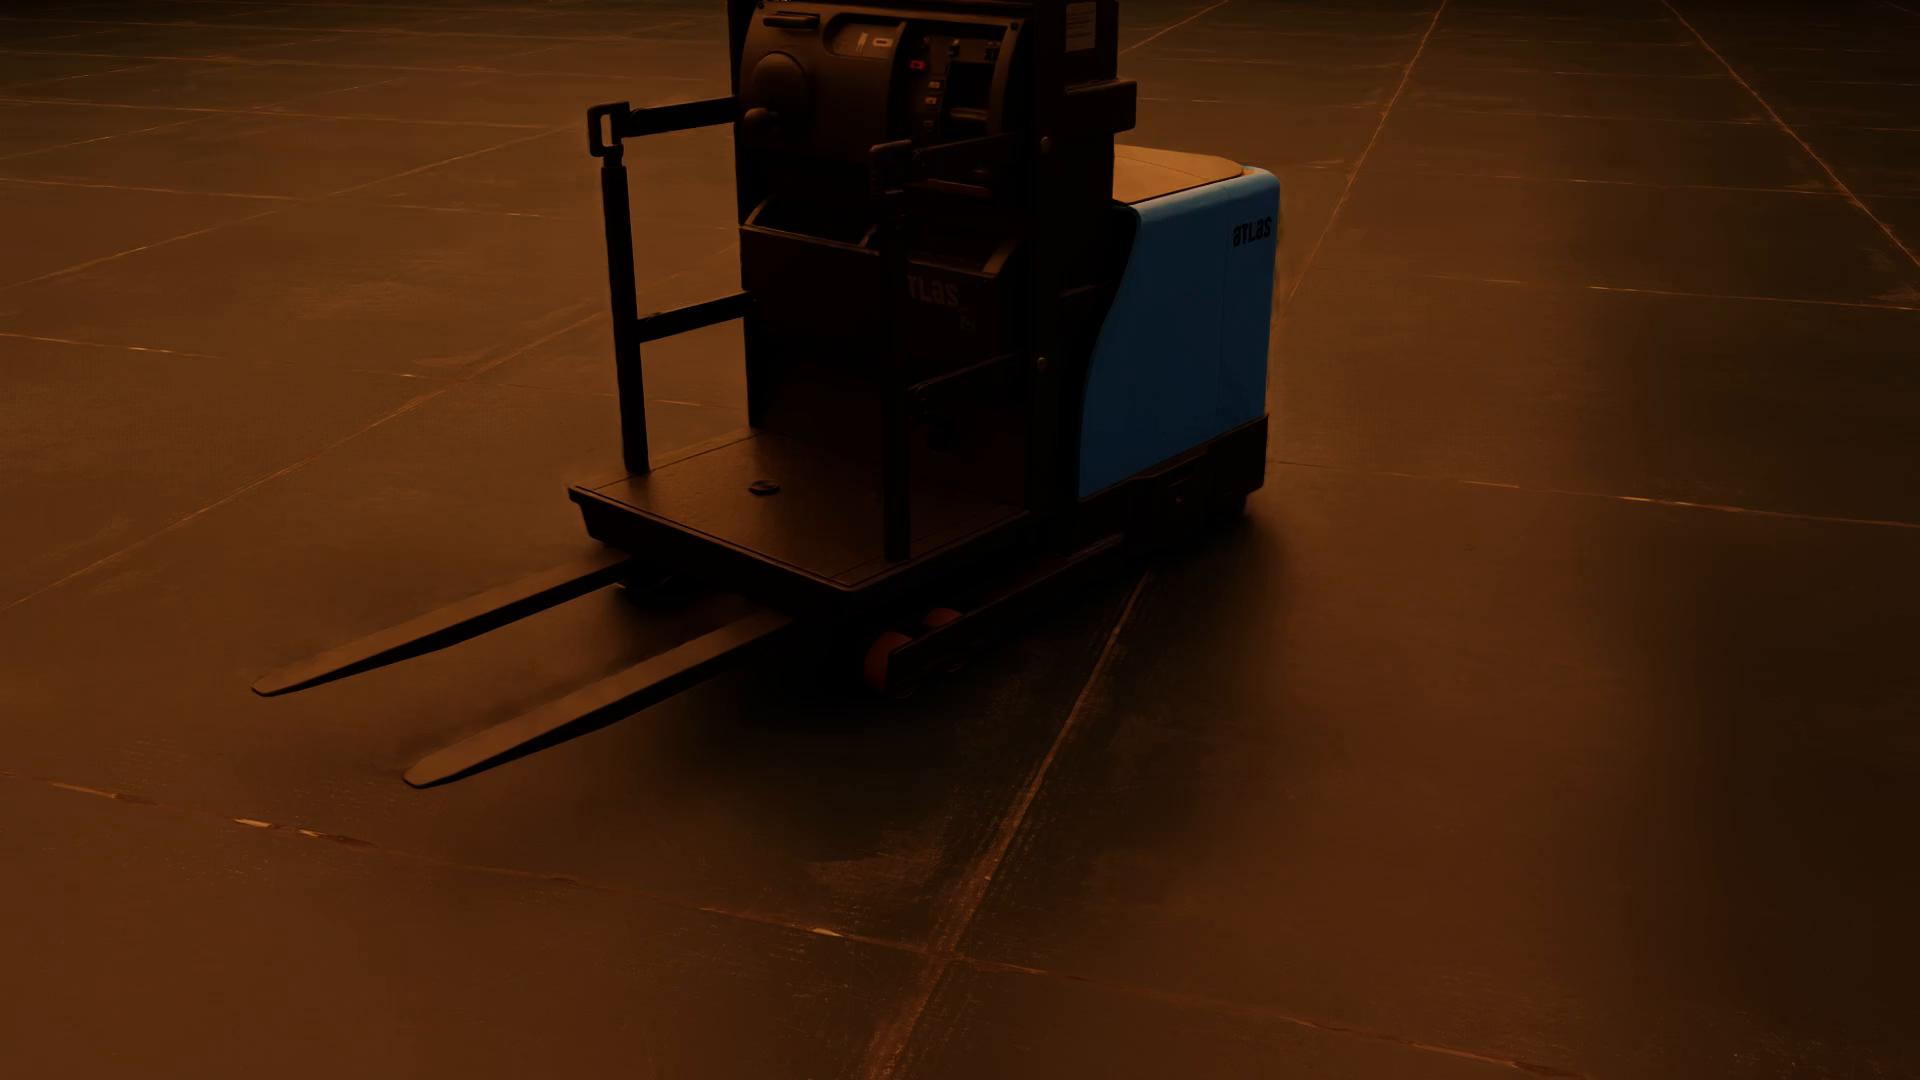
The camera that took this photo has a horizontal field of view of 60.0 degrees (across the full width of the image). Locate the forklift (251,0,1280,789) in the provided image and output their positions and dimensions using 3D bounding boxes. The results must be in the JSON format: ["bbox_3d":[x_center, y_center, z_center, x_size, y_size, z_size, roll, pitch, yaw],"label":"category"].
[{"bbox_3d":[-0.357,-1.174,4.122,1.130,2.935,3.031,18,29,37],"label":"forklift"}]
